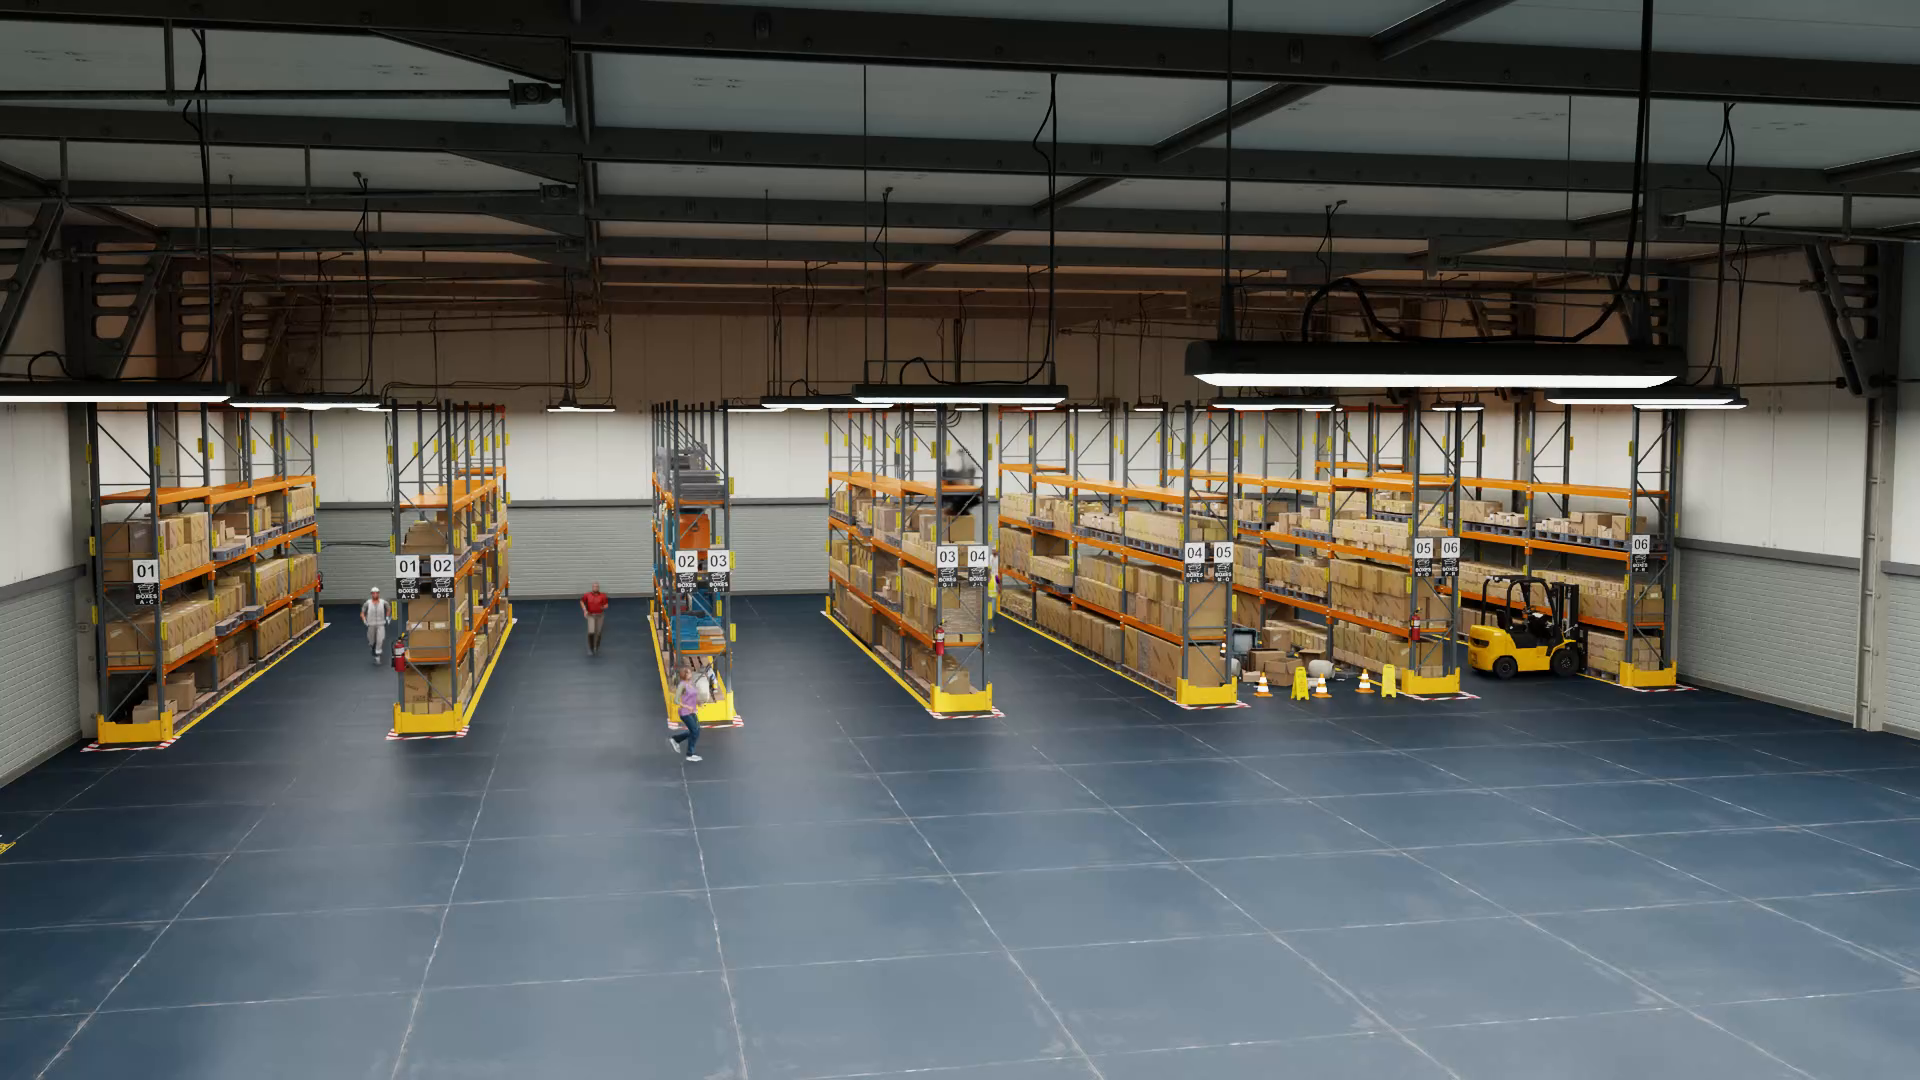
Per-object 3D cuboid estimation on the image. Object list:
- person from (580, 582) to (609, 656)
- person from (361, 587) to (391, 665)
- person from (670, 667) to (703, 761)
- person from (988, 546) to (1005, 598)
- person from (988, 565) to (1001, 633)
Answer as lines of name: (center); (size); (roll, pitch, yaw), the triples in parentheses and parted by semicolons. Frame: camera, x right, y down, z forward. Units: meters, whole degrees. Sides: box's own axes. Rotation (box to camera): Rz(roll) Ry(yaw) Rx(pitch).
person: (-8.680, 1.900, 39.589); (0.635, 1.780, 0.759); (-2, 5, -19)
person: (-13.421, 1.966, 38.251); (0.665, 1.761, 0.823); (-2, 5, -21)
person: (-4.558, 2.874, 27.506); (0.594, 1.549, 0.529); (1, 4, 16)
person: (1.081, 1.086, 49.810); (0.753, 1.844, 0.715); (-4, 6, -39)
person: (0.764, 1.541, 43.960); (0.704, 1.793, 0.887); (0, 4, -5)
